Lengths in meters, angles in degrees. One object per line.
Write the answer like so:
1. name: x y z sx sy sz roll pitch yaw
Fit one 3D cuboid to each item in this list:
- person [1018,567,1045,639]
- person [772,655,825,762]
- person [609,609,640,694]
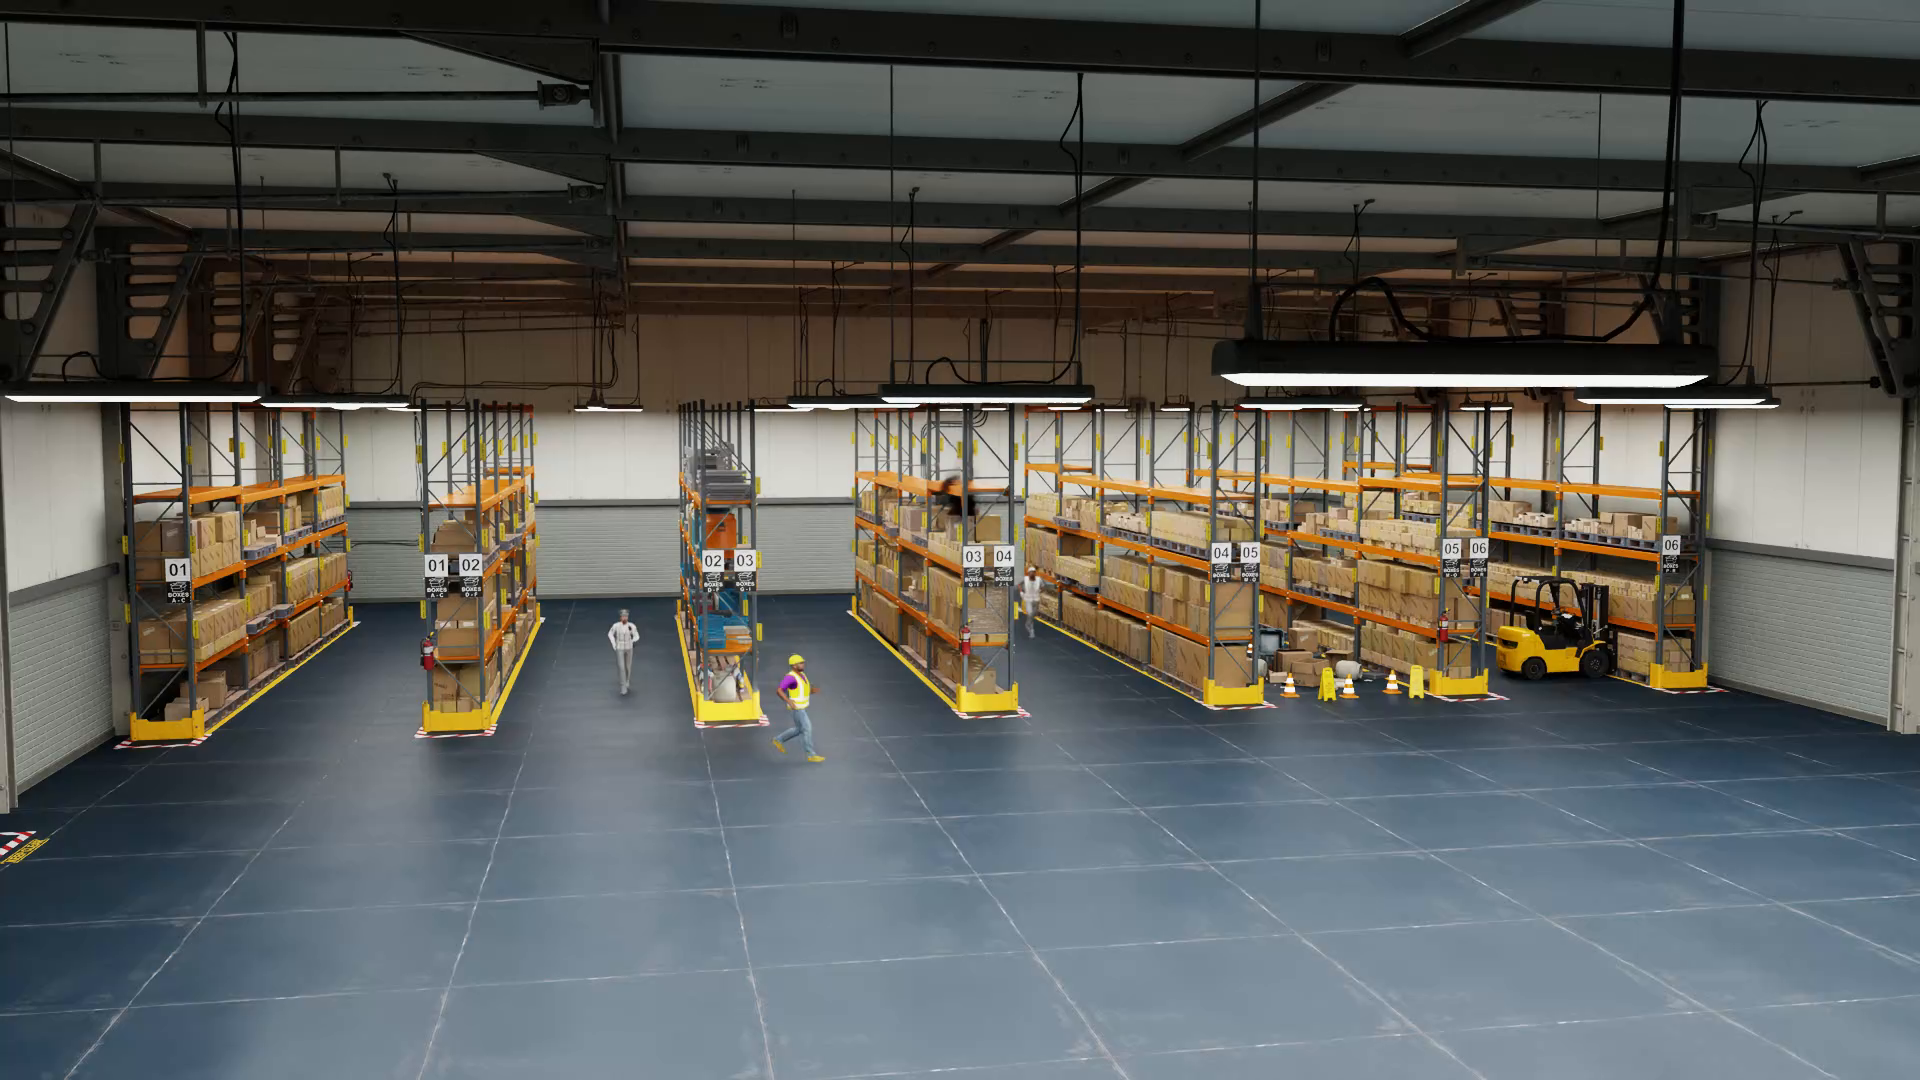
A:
1. person: 1.870 1.600 43.036 0.645 1.825 1.050 -1 4 -16
2. person: -2.674 2.762 27.427 0.968 1.747 0.710 1 4 14
3. person: -6.936 2.280 34.387 0.615 1.716 0.796 -1 4 -16
